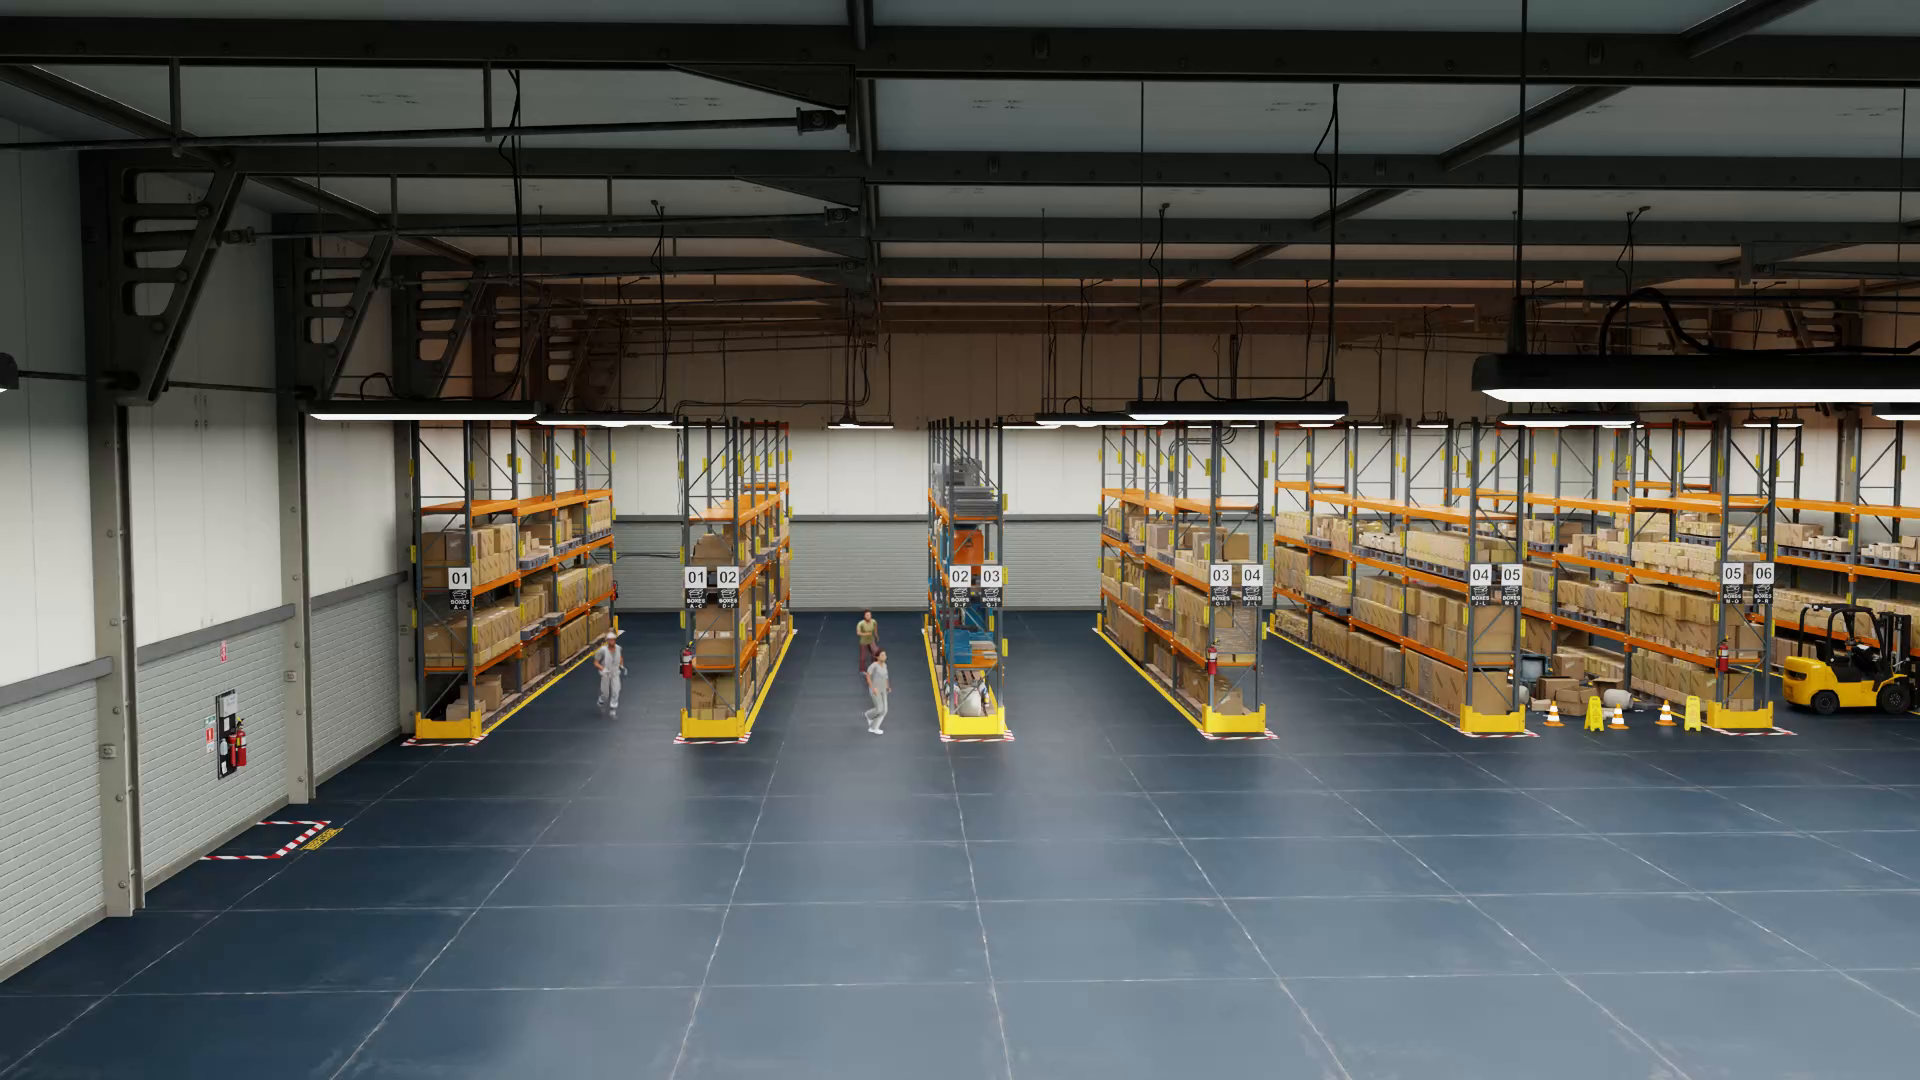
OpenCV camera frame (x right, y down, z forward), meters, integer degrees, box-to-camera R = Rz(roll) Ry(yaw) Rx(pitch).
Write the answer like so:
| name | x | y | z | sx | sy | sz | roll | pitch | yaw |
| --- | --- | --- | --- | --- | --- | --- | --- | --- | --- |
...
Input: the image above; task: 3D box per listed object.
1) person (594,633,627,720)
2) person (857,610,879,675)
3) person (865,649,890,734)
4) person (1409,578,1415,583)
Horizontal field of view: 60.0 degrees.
| name | x | y | z | sx | sy | sz | roll | pitch | yaw |
| --- | --- | --- | --- | --- | --- | --- | --- | --- | --- |
| person | -7.012 | 2.693 | 33.139 | 0.662 | 1.743 | 0.864 | -2 | 4 | -32 |
| person | -2.149 | 2.405 | 38.606 | 0.572 | 1.608 | 0.910 | -1 | 4 | -17 |
| person | -1.604 | 2.865 | 31.614 | 0.561 | 1.610 | 0.557 | -4 | 5 | -44 |
| person | 12.044 | 1.907 | 44.497 | 0.655 | 1.765 | 1.000 | -1 | 4 | -18 |
